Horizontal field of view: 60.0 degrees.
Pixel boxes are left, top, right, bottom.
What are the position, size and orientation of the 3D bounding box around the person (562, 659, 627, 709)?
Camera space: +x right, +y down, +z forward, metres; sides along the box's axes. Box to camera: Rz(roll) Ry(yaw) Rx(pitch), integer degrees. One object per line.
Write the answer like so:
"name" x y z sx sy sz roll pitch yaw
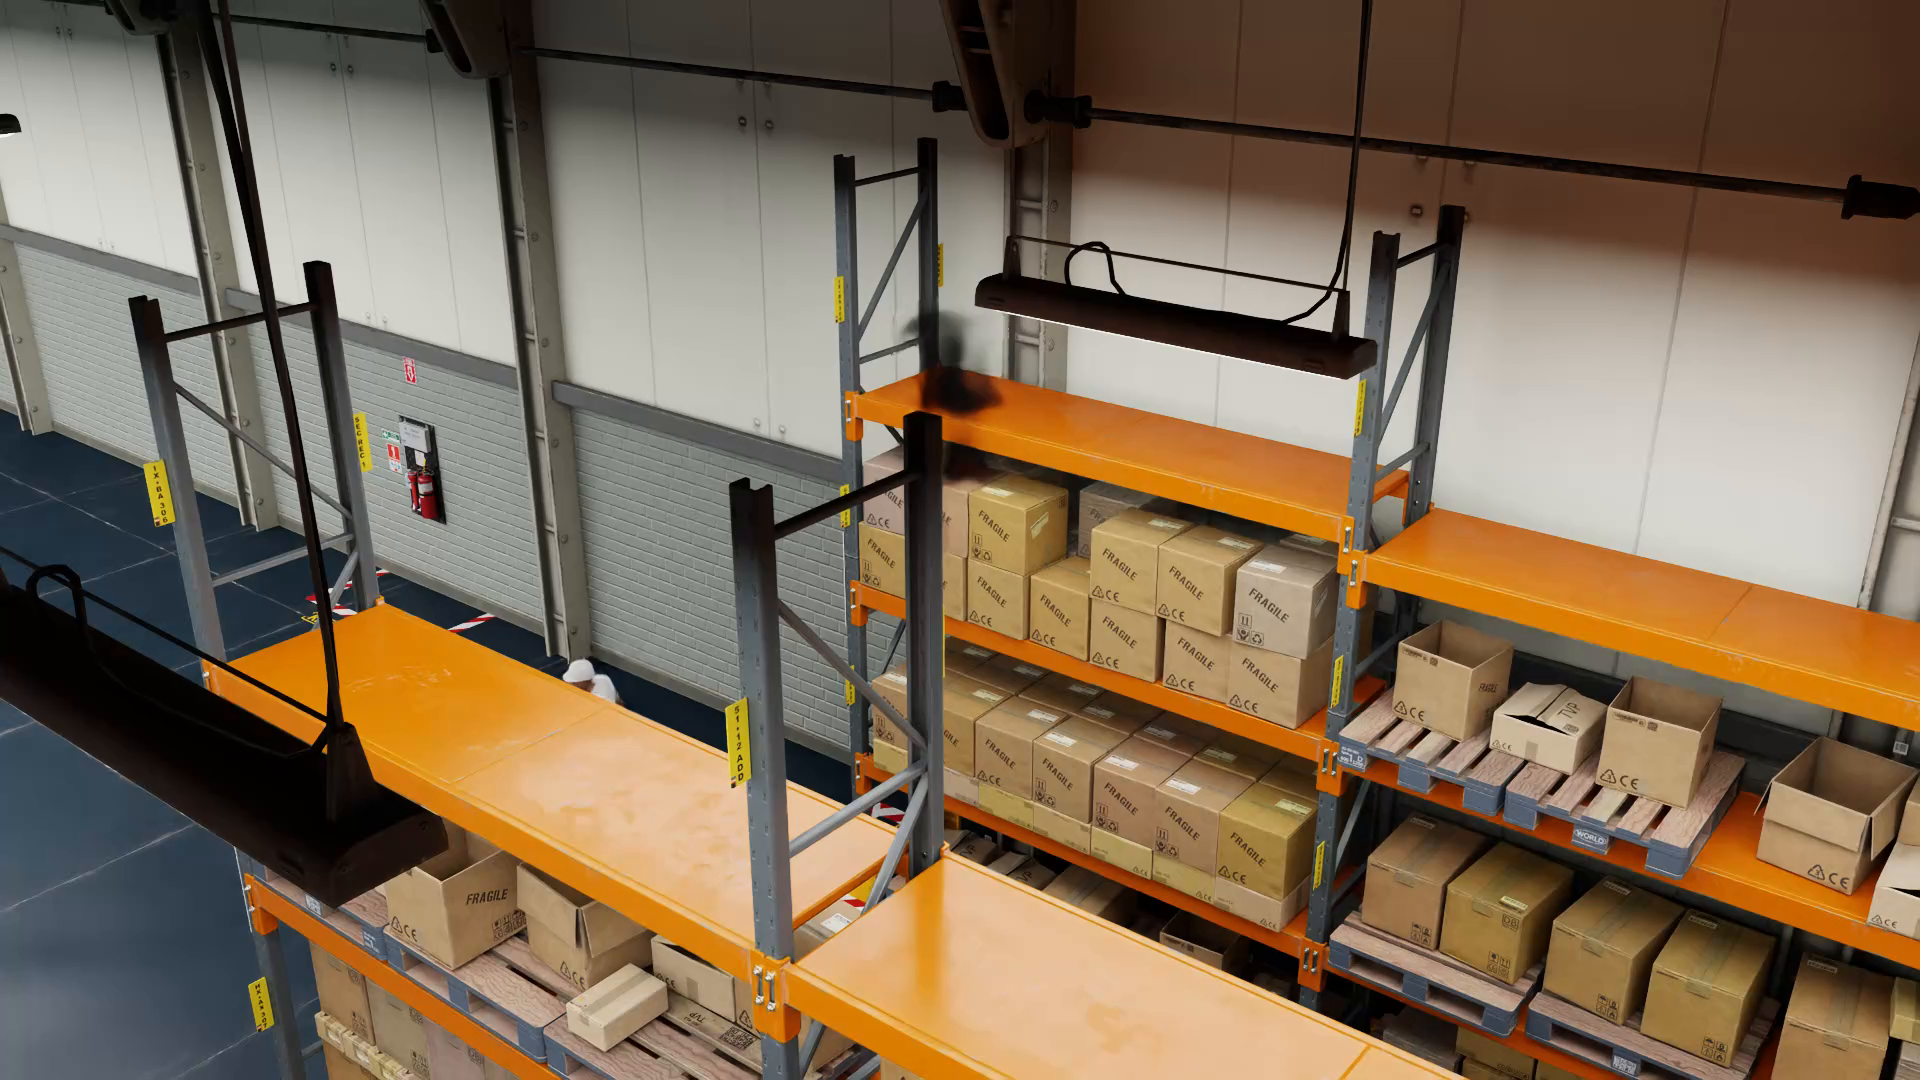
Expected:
"person" -2.998 1.763 14.183 0.603 1.739 0.697 -1 23 -3
